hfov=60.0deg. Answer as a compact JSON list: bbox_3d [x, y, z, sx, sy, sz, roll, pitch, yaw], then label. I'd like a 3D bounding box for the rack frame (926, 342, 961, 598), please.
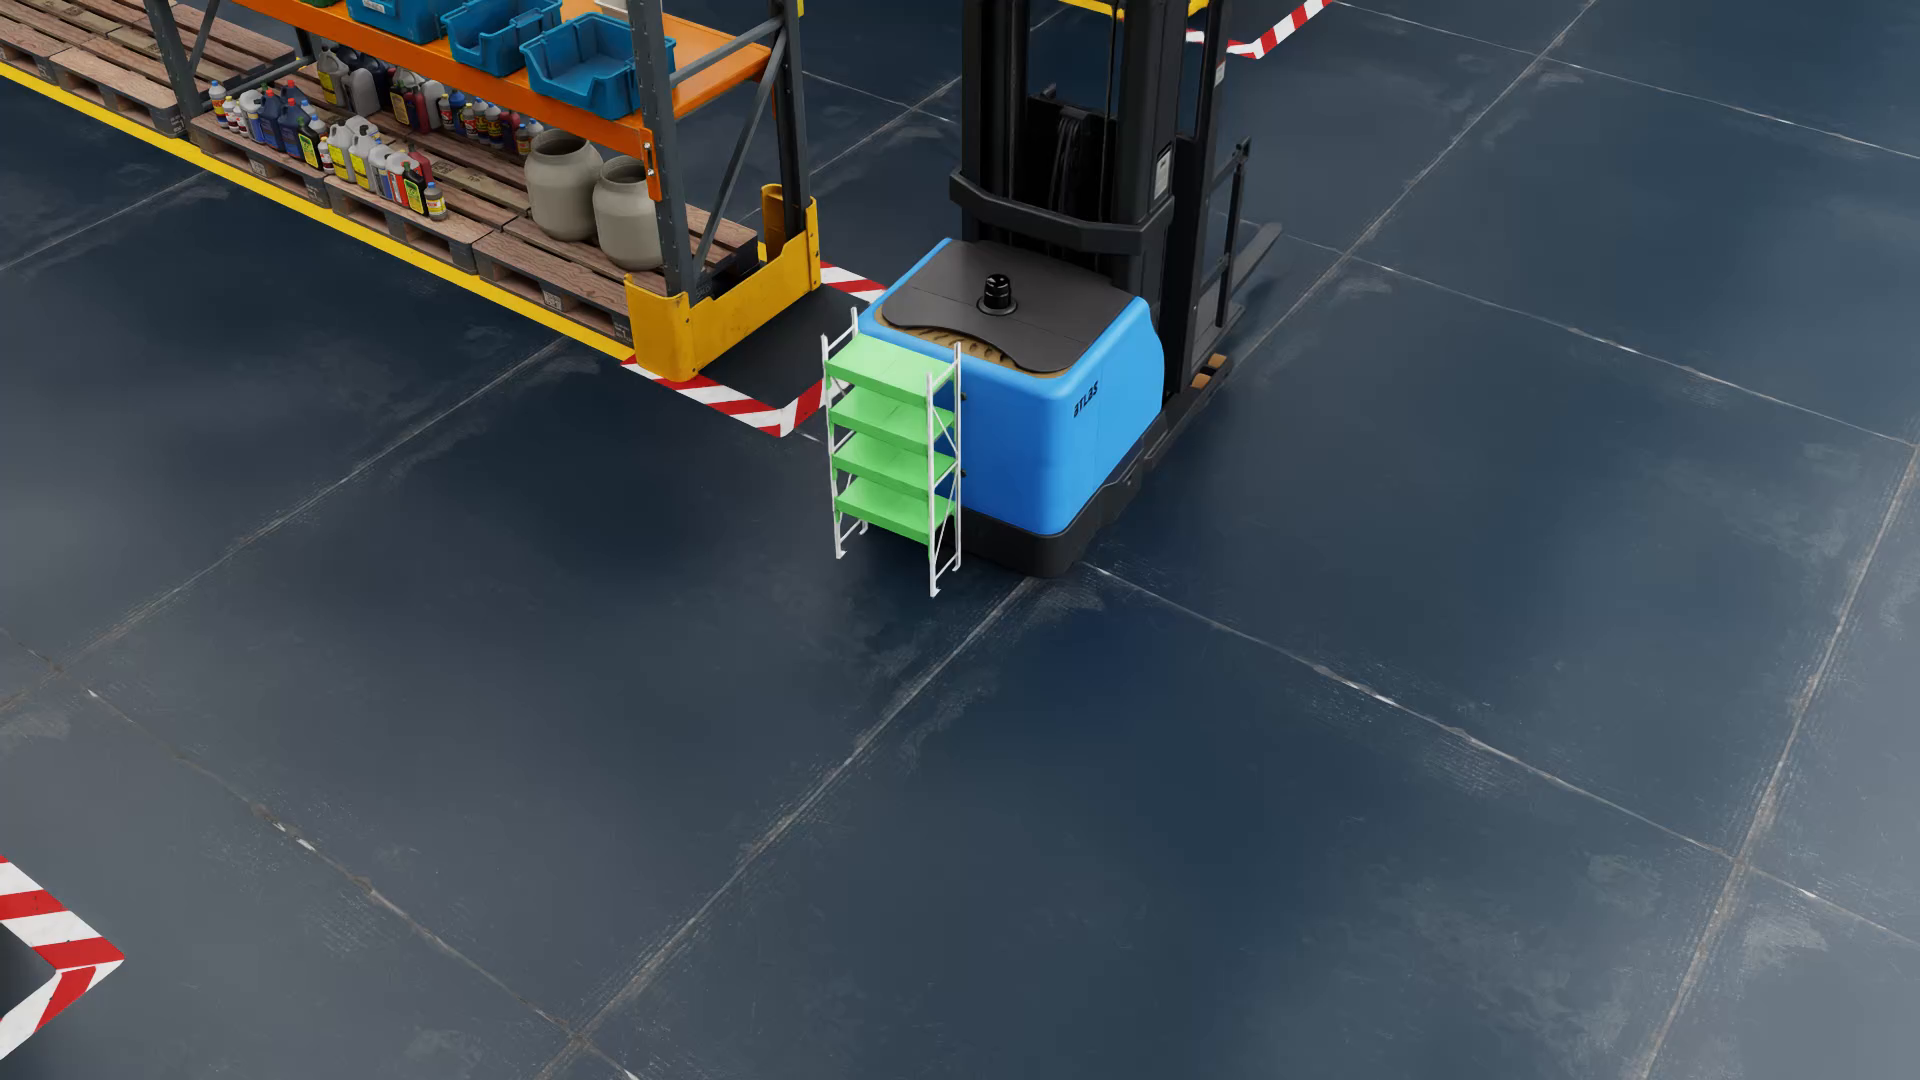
[{"bbox_3d":[-0.064,-0.266,6.896,0.015,1.200,0.240,21,46,22],"label":"rack frame"}]

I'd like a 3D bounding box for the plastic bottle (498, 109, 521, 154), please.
[{"bbox_3d":[-2.598,-2.388,9.625,0.133,0.283,0.061,26,48,26],"label":"plastic bottle"}]

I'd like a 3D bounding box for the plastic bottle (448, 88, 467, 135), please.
[{"bbox_3d":[-2.951,-2.534,9.797,0.097,0.271,0.097,0,42,0],"label":"plastic bottle"}]

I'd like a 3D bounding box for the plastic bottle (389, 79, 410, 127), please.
[{"bbox_3d":[-3.316,-2.606,9.869,0.133,0.283,0.061,25,48,25],"label":"plastic bottle"}]

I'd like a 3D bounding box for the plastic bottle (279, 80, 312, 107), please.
[{"bbox_3d":[-3.887,-2.527,9.729,0.185,0.351,0.144,25,48,25],"label":"plastic bottle"}]

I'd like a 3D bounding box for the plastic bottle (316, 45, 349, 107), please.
[{"bbox_3d":[-3.782,-2.816,10.052,0.185,0.351,0.144,25,48,25],"label":"plastic bottle"}]

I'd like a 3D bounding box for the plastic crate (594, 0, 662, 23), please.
[{"bbox_3d":[-1.665,-2.695,8.459,0.250,0.136,0.298,25,48,25],"label":"plastic crate"}]

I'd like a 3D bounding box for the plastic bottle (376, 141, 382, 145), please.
[{"bbox_3d":[-3.281,-2.169,9.441,0.097,0.201,0.097,0,42,0],"label":"plastic bottle"}]

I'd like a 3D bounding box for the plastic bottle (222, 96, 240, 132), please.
[{"bbox_3d":[-4.300,-2.528,9.842,0.097,0.201,0.097,0,42,0],"label":"plastic bottle"}]

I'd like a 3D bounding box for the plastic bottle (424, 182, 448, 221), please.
[{"bbox_3d":[-2.873,-1.860,9.096,0.097,0.201,0.097,0,42,0],"label":"plastic bottle"}]

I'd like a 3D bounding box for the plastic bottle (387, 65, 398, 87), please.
[{"bbox_3d":[-3.385,-2.756,10.036,0.133,0.283,0.061,28,49,28],"label":"plastic bottle"}]

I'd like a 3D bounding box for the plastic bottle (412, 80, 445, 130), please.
[{"bbox_3d":[-3.147,-2.605,9.873,0.135,0.276,0.152,26,48,26],"label":"plastic bottle"}]

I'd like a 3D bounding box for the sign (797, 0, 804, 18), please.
[{"bbox_3d":[-0.798,-2.677,8.033,0.005,0.325,0.100,25,48,25],"label":"sign"}]

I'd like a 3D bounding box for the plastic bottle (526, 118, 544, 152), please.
[{"bbox_3d":[-2.423,-2.287,9.521,0.097,0.271,0.097,0,42,0],"label":"plastic bottle"}]

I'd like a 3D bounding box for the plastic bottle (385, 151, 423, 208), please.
[{"bbox_3d":[-3.063,-1.999,9.196,0.135,0.276,0.152,25,48,26],"label":"plastic bottle"}]

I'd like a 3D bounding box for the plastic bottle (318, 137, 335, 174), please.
[{"bbox_3d":[-3.597,-2.199,9.475,0.097,0.201,0.097,0,42,0],"label":"plastic bottle"}]

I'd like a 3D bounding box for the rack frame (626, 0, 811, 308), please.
[{"bbox_3d":[-1.117,-2.275,7.792,0.127,3.000,1.000,25,48,25],"label":"rack frame"}]

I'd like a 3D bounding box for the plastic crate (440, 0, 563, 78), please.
[{"bbox_3d":[-2.227,-2.500,8.154,0.408,0.251,0.499,25,48,25],"label":"plastic crate"}]

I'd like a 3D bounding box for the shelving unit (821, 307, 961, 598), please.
[{"bbox_3d":[-0.275,-0.348,6.987,0.503,1.200,0.258,21,46,22],"label":"shelving unit"}]

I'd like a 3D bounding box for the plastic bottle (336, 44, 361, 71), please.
[{"bbox_3d":[-3.699,-2.894,10.140,0.185,0.351,0.144,24,47,24],"label":"plastic bottle"}]

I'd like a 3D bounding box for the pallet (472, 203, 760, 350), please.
[{"bbox_3d":[-1.869,-1.553,9.076,1.213,0.211,1.003,25,48,25],"label":"pallet"}]

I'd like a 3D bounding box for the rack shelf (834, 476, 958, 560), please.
[{"bbox_3d":[-0.274,-0.122,7.190,0.480,0.148,0.258,21,46,22],"label":"rack shelf"}]

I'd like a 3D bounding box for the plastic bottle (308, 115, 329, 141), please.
[{"bbox_3d":[-3.673,-2.310,9.547,0.097,0.271,0.097,0,42,0],"label":"plastic bottle"}]

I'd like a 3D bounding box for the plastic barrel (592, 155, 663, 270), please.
[{"bbox_3d":[-1.700,-1.715,8.716,0.421,0.512,0.421,0,42,0],"label":"plastic barrel"}]

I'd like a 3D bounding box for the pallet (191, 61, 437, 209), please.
[{"bbox_3d":[-3.866,-2.488,10.120,1.213,0.211,1.003,25,48,25],"label":"pallet"}]

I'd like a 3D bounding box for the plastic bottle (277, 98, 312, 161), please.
[{"bbox_3d":[-3.815,-2.376,9.560,0.185,0.351,0.144,23,47,24],"label":"plastic bottle"}]

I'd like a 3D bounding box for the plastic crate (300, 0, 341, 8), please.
[{"bbox_3d":[-3.443,-3.054,8.821,0.662,0.188,0.450,25,48,25],"label":"plastic crate"}]

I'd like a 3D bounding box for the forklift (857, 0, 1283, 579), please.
[{"bbox_3d":[0.717,-1.892,7.415,1.130,2.935,3.031,21,46,22],"label":"forklift"}]

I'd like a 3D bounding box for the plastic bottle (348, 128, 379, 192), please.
[{"bbox_3d":[-3.315,-2.142,9.299,0.185,0.351,0.144,27,48,27],"label":"plastic bottle"}]

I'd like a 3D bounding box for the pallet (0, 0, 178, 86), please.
[{"bbox_3d":[-6.060,-3.514,11.267,1.213,0.211,1.003,25,48,25],"label":"pallet"}]

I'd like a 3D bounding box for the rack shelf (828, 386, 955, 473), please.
[{"bbox_3d":[-0.275,-0.479,6.869,0.480,0.148,0.258,21,46,22],"label":"rack shelf"}]

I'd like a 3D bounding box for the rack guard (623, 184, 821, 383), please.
[{"bbox_3d":[-1.207,-1.347,8.629,0.348,0.500,1.175,25,48,25],"label":"rack guard"}]

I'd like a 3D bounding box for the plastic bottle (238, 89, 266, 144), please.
[{"bbox_3d":[-4.103,-2.486,9.739,0.135,0.276,0.152,27,48,27],"label":"plastic bottle"}]

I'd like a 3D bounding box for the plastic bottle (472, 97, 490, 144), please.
[{"bbox_3d":[-2.785,-2.456,9.710,0.097,0.271,0.097,0,42,0],"label":"plastic bottle"}]

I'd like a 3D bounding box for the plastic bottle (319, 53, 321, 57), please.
[{"bbox_3d":[-3.916,-2.959,10.324,0.097,0.201,0.097,0,42,0],"label":"plastic bottle"}]
